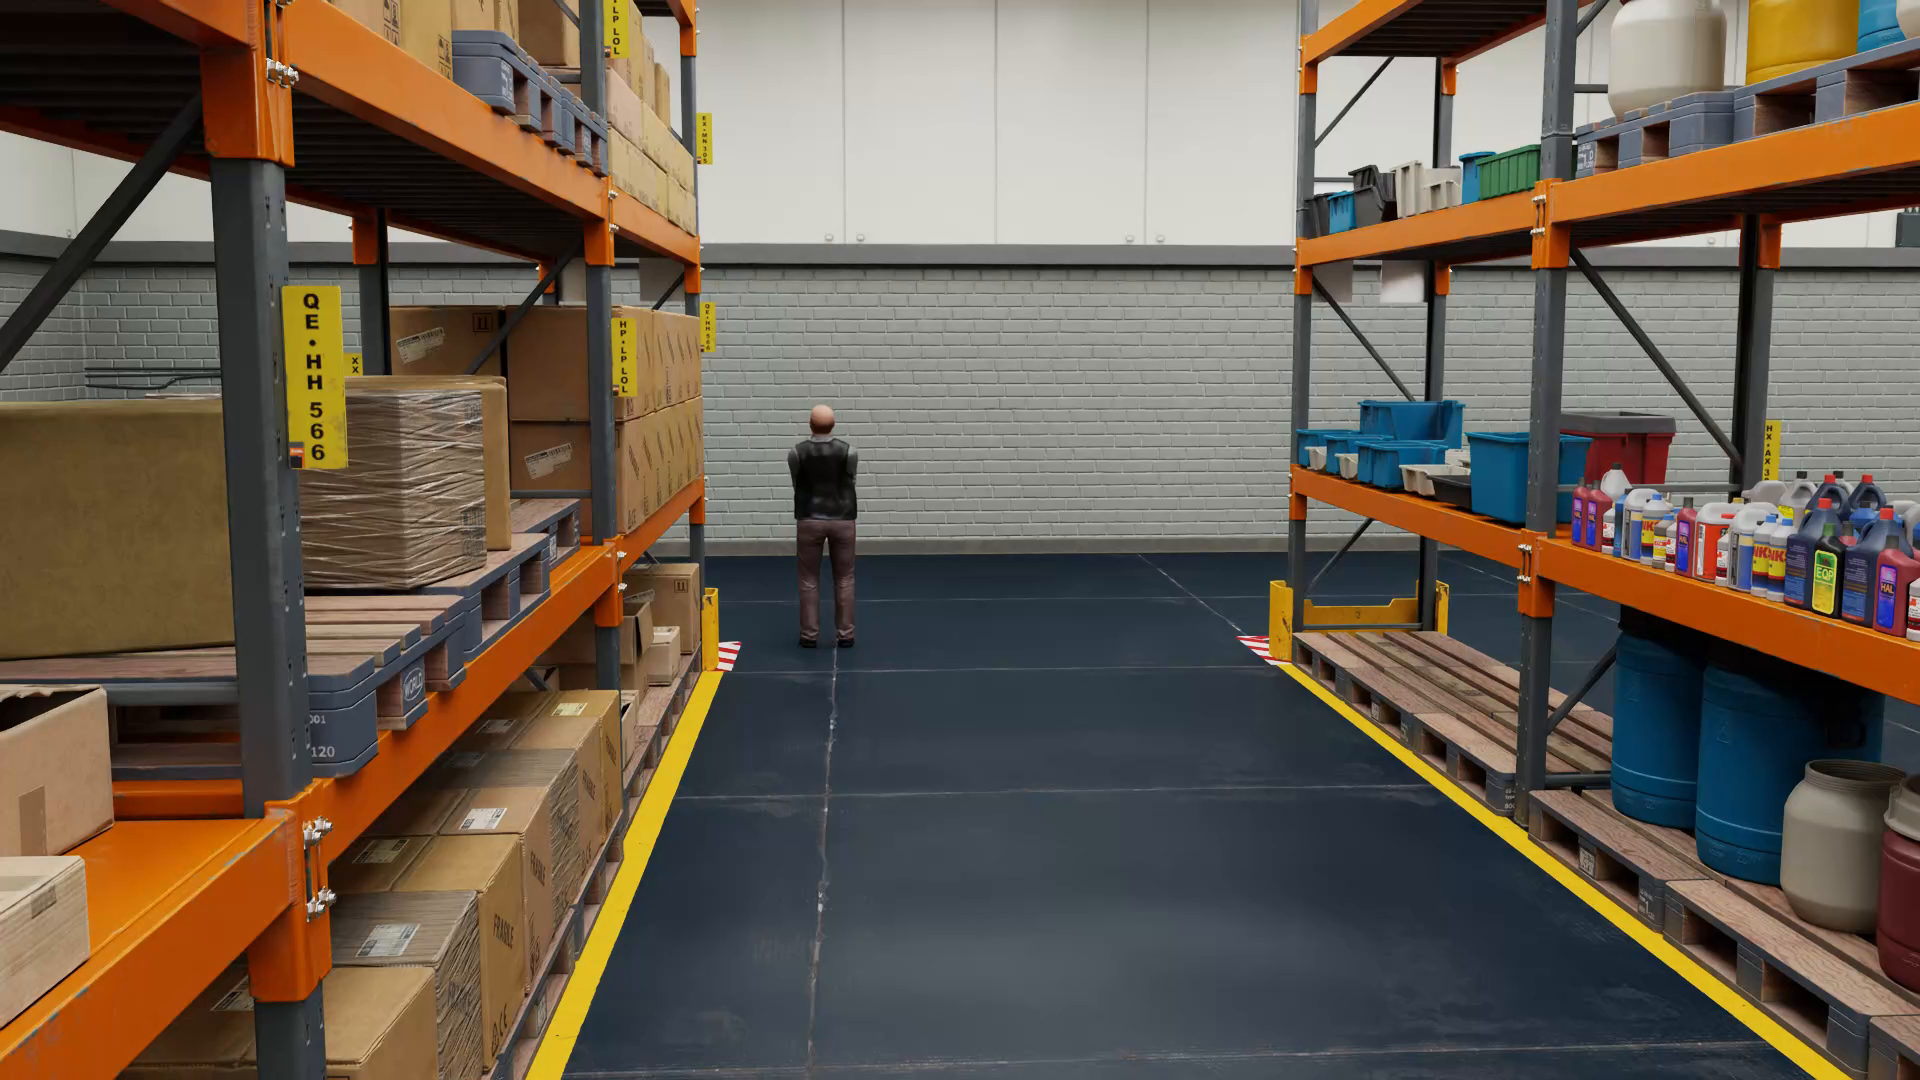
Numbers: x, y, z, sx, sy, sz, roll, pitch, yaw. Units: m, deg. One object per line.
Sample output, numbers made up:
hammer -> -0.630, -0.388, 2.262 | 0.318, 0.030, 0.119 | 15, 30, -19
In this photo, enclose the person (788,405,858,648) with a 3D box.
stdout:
person -> -0.970, -0.110, 11.805 | 0.494, 1.711, 0.560 | -1, 7, -6
